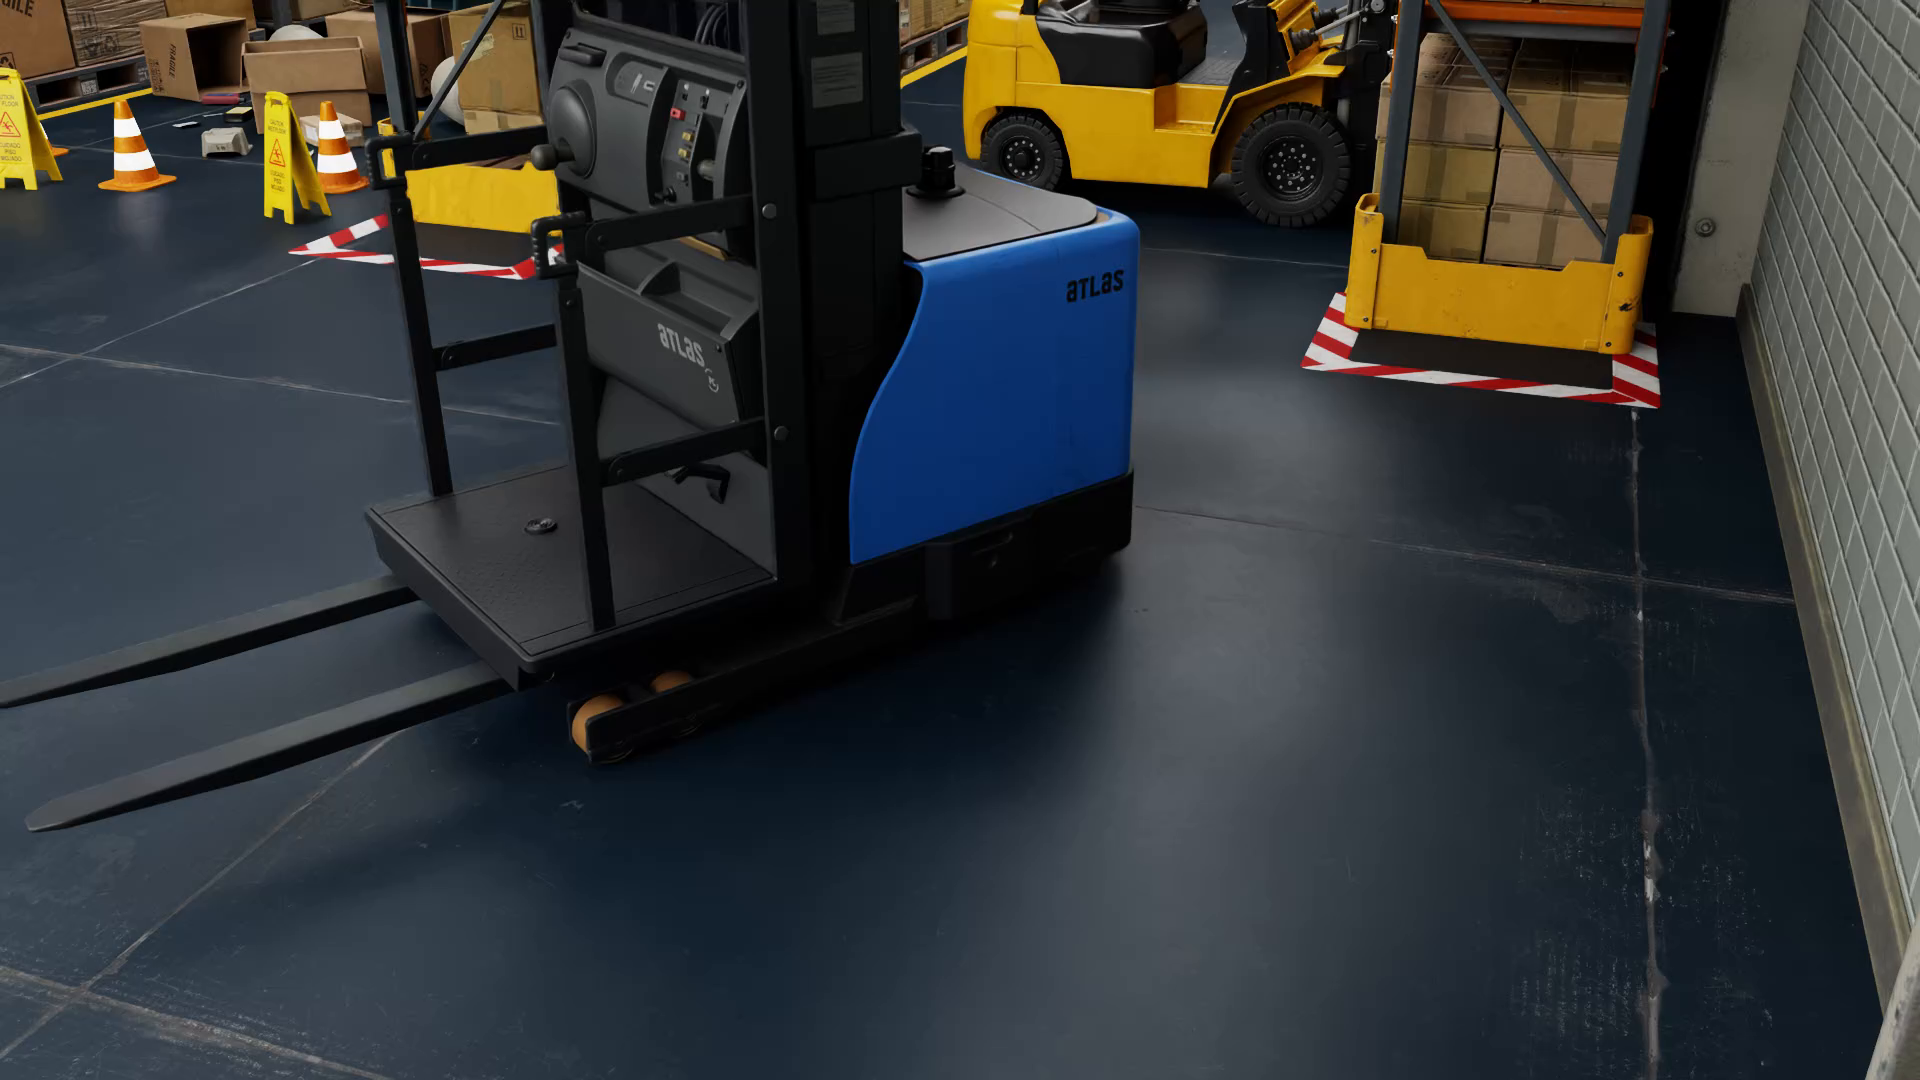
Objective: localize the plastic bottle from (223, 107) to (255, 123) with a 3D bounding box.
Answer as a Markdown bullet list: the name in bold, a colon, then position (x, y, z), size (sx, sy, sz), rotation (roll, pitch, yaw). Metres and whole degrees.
- **plastic bottle**: position (-4.759, -2.822, 11.009), size (0.133, 0.061, 0.283), rotation (0, 26, -1)

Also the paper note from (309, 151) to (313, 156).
- **paper note**: position (-3.986, -2.326, 10.018), size (0.148, 0.019, 0.142), rotation (0, 26, -1)

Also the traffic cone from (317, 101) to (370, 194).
- **traffic cone**: position (-3.497, -2.207, 9.277), size (0.336, 0.463, 0.334), rotation (9, 27, 17)

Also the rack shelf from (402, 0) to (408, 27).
- **rack shelf**: position (-1.758, -3.483, 9.827), size (1.077, 0.370, 4.000), rotation (9, 27, 17)

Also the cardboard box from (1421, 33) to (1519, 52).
- **cardboard box**: position (2.441, -2.322, 8.129), size (0.500, 0.250, 0.500), rotation (9, 27, 18)

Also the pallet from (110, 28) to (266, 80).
- **pallet**: position (-6.121, -3.749, 12.750), size (1.003, 0.211, 1.213), rotation (9, 27, 17)

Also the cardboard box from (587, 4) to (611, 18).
- **cardboard box**: position (-1.887, -2.575, 8.939), size (0.500, 0.500, 0.500), rotation (8, 27, 16)

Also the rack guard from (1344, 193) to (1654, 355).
- **rack guard**: position (2.251, -1.131, 7.013), size (1.175, 0.500, 0.348), rotation (9, 27, 17)

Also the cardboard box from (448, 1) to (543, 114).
- **cardboard box**: position (-2.403, -2.641, 9.075), size (0.500, 0.500, 0.500), rotation (9, 27, 18)

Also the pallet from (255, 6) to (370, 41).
- **pallet**: position (-5.608, -4.378, 14.049), size (1.003, 0.211, 1.213), rotation (9, 27, 17)

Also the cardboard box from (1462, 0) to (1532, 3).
- **cardboard box**: position (2.175, -2.552, 6.963), size (0.500, 0.500, 0.500), rotation (8, 27, 16)

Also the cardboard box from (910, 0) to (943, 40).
- **cardboard box**: position (-0.684, -4.147, 12.906), size (0.950, 0.372, 0.625), rotation (11, 28, 21)

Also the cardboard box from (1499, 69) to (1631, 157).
- **cardboard box**: position (2.597, -1.838, 7.130), size (0.500, 0.250, 0.500), rotation (8, 27, 17)

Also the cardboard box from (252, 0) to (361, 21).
- **cardboard box**: position (-5.672, -4.749, 13.717), size (1.050, 0.750, 0.750), rotation (9, 27, 17)

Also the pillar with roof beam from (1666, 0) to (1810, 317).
- **pillar with roof beam**: position (-0.719, -5.746, 6.792), size (9.100, 9.000, 0.400), rotation (9, 27, 17)

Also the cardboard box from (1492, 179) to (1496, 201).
- **cardboard box**: position (2.292, -1.660, 7.909), size (0.500, 0.250, 0.500), rotation (9, 27, 17)

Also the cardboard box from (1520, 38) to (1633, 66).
- **cardboard box**: position (2.937, -2.248, 7.976), size (0.500, 0.250, 0.500), rotation (9, 27, 17)

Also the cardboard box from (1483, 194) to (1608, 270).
- **cardboard box**: position (2.607, -1.391, 7.355), size (0.500, 0.250, 0.500), rotation (9, 27, 18)

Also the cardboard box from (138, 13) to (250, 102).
- **cardboard box**: position (-5.343, -3.394, 11.683), size (0.500, 0.500, 0.500), rotation (14, 29, 26)

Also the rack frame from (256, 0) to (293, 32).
- **rack frame**: position (-5.794, -5.305, 12.764), size (1.000, 3.000, 0.127), rotation (9, 27, 17)

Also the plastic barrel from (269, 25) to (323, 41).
- **plastic barrel**: position (-4.725, -3.457, 11.903), size (0.421, 0.421, 0.512), rotation (-14, 29, -27)

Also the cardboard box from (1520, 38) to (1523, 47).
- **cardboard box**: position (2.799, -2.744, 9.000), size (0.500, 0.250, 0.500), rotation (10, 27, 19)

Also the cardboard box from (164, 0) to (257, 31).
- **cardboard box**: position (-6.069, -4.289, 12.623), size (0.875, 0.875, 0.875), rotation (9, 27, 18)

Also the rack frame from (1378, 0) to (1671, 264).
- **rack frame**: position (2.259, -2.266, 6.489), size (1.000, 3.000, 0.127), rotation (9, 27, 17)

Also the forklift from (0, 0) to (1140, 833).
- **forklift**: position (-0.953, -1.028, 4.009), size (3.031, 2.935, 1.130), rotation (-19, 31, -33)

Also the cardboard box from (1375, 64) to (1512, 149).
- **cardboard box**: position (2.118, -1.902, 7.263), size (0.500, 0.250, 0.500), rotation (10, 27, 19)

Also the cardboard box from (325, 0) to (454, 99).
- **cardboard box**: position (-3.923, -3.397, 11.532), size (0.797, 0.637, 0.503), rotation (9, 27, 17)

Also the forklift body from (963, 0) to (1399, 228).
- **forklift body**: position (1.169, -2.928, 8.830), size (2.313, 2.155, 1.214), rotation (9, 27, 17)

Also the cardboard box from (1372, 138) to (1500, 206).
- **cardboard box**: position (2.126, -1.688, 7.394), size (0.500, 0.250, 0.500), rotation (8, 27, 17)

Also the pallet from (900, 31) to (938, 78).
- **pallet**: position (-0.834, -3.694, 12.636), size (1.003, 0.211, 1.213), rotation (9, 27, 17)

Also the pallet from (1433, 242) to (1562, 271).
- **pallet**: position (2.474, -1.332, 7.758), size (1.003, 0.211, 1.213), rotation (9, 27, 17)

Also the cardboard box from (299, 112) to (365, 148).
- **cardboard box**: position (-3.892, -2.533, 10.311), size (0.250, 0.149, 0.380), rotation (-20, 33, -36)

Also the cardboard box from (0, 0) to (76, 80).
- **cardboard box**: position (-6.671, -3.544, 11.084), size (0.875, 0.875, 0.875), rotation (8, 27, 17)

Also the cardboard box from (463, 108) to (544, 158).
- **cardboard box**: position (-2.400, -2.317, 9.267), size (0.500, 0.250, 0.500), rotation (9, 27, 17)

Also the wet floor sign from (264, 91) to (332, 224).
- **wet floor sign**: position (-3.496, -2.002, 8.645), size (0.267, 0.644, 0.232), rotation (20, 32, 35)
